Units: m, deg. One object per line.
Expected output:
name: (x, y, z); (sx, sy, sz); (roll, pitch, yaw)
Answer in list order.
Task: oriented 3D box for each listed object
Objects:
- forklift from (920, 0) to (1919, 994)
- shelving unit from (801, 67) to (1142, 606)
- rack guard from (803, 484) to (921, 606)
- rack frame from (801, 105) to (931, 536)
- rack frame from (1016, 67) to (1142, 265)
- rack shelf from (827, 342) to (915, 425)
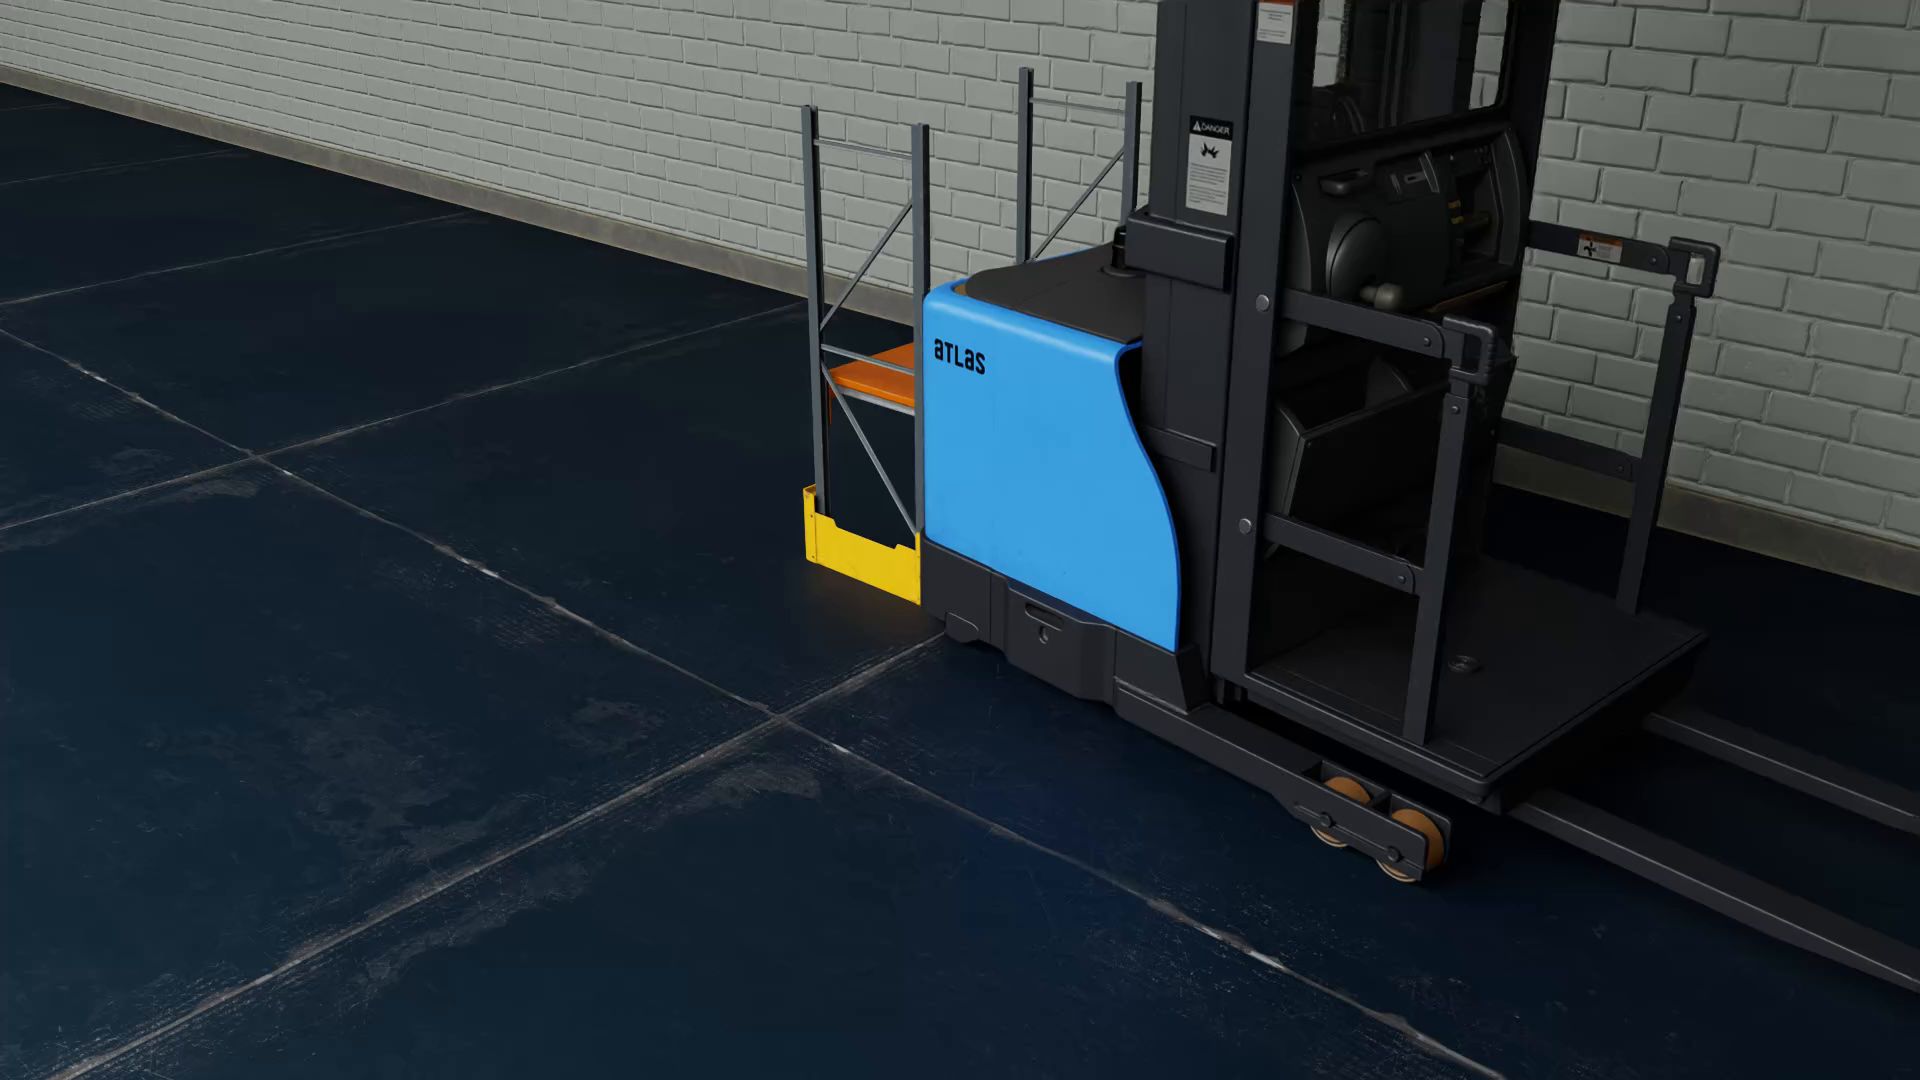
forklift: (1.241, -0.764, 3.872); (1.130, 2.935, 3.031); (-20, 31, -38)
shelving unit: (0.051, -0.708, 5.495); (0.587, 1.500, 1.083); (20, 31, 38)
rack guard: (-0.281, 0.014, 5.412); (0.587, 0.250, 0.087); (20, 31, 38)
rack frame: (-0.282, -0.555, 5.156); (0.500, 1.500, 0.032); (20, 31, 38)
rack frame: (0.396, -0.865, 5.847); (0.500, 1.500, 0.032); (20, 31, 38)
rack shelf: (0.057, -0.546, 5.575); (0.538, 0.185, 1.000); (20, 31, 38)
